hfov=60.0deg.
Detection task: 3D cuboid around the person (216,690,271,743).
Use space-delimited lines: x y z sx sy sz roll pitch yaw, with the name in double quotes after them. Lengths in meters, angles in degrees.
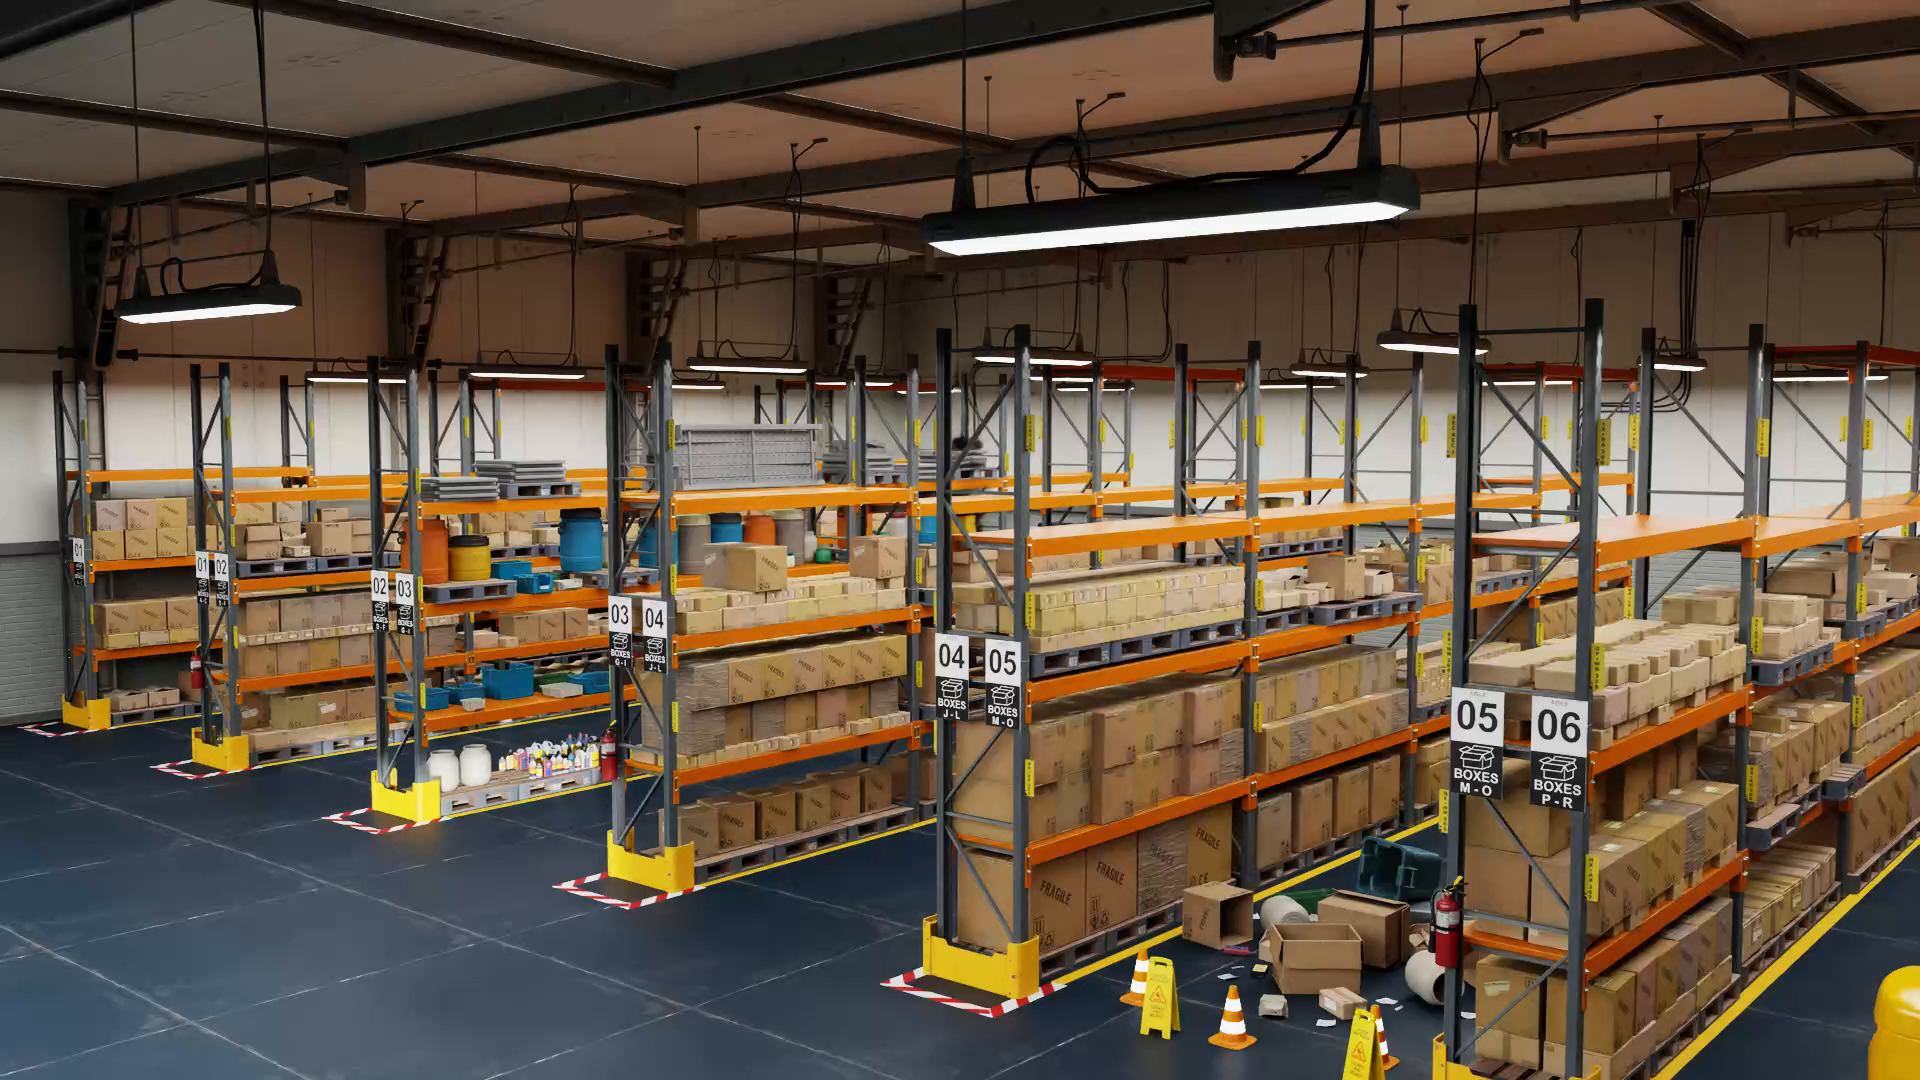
-11.544 2.344 27.000 0.649 1.791 1.156 3 5 35 "person"
